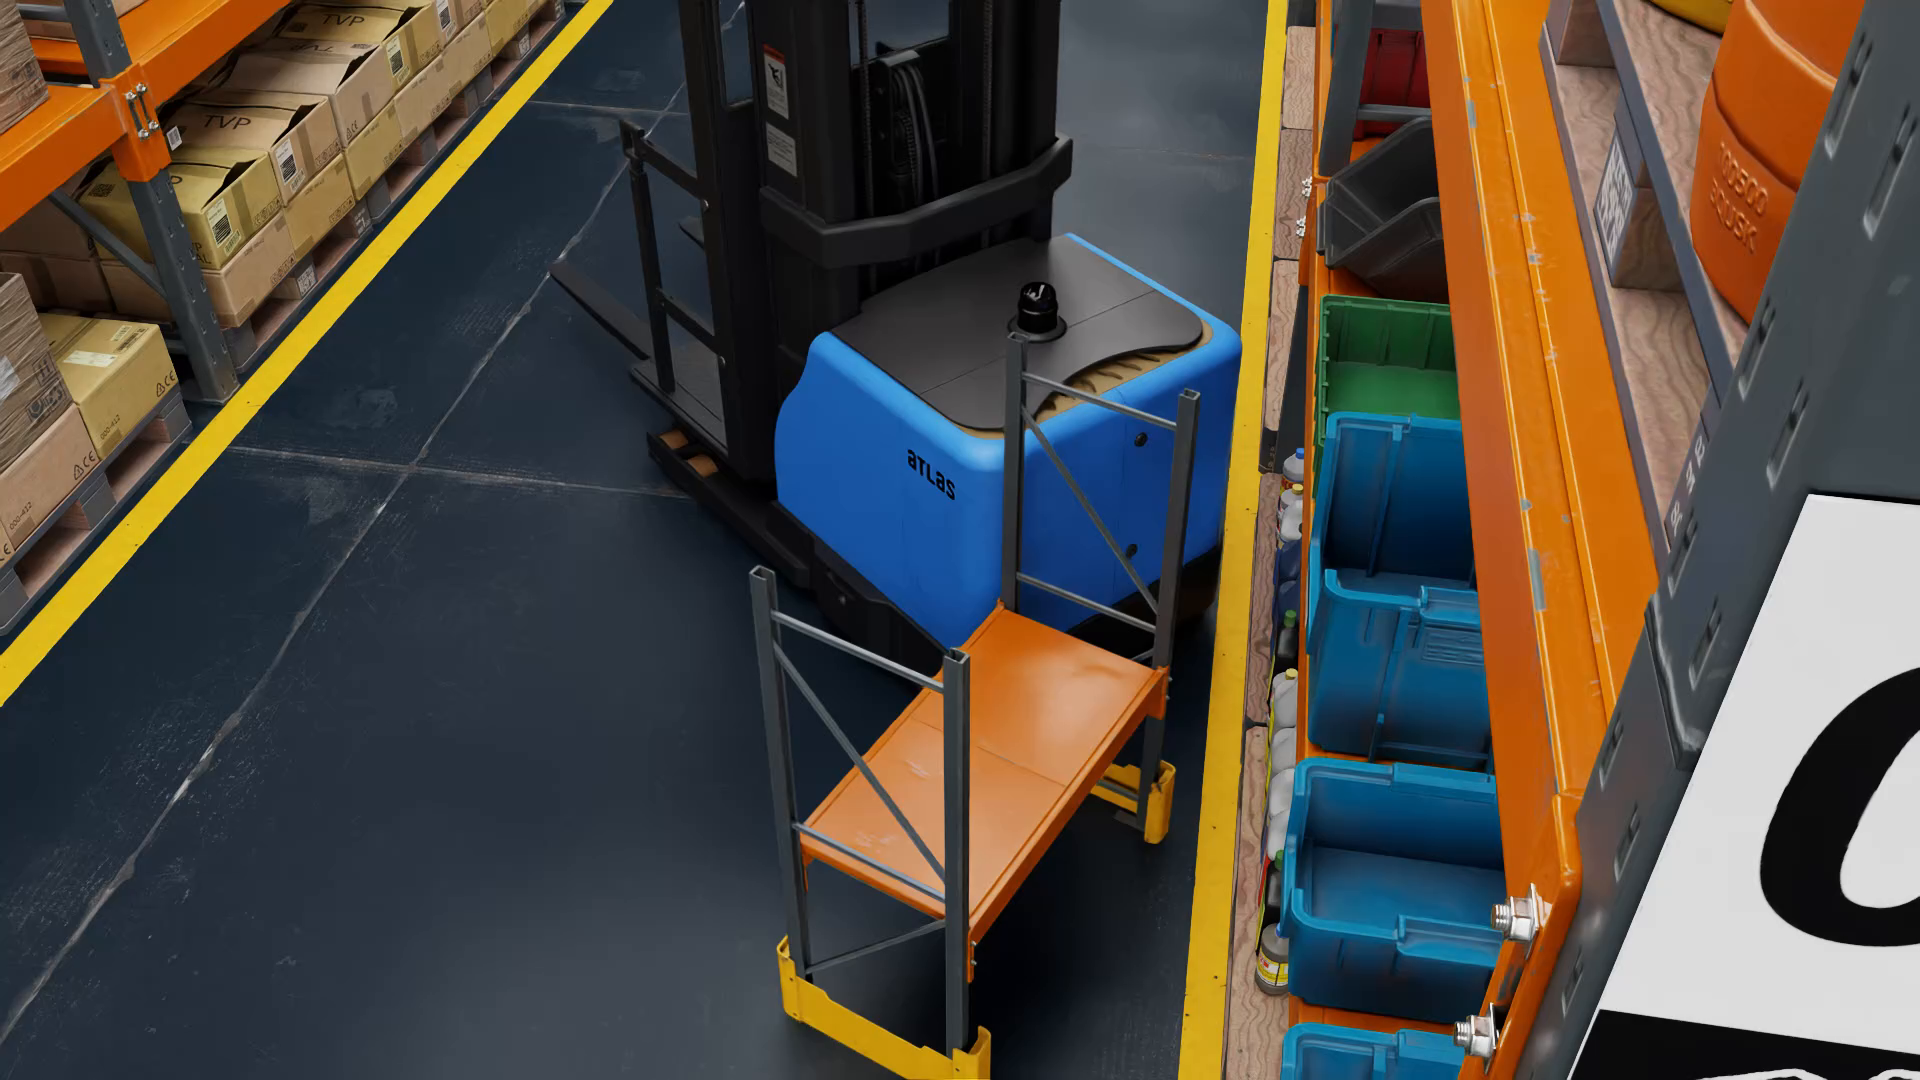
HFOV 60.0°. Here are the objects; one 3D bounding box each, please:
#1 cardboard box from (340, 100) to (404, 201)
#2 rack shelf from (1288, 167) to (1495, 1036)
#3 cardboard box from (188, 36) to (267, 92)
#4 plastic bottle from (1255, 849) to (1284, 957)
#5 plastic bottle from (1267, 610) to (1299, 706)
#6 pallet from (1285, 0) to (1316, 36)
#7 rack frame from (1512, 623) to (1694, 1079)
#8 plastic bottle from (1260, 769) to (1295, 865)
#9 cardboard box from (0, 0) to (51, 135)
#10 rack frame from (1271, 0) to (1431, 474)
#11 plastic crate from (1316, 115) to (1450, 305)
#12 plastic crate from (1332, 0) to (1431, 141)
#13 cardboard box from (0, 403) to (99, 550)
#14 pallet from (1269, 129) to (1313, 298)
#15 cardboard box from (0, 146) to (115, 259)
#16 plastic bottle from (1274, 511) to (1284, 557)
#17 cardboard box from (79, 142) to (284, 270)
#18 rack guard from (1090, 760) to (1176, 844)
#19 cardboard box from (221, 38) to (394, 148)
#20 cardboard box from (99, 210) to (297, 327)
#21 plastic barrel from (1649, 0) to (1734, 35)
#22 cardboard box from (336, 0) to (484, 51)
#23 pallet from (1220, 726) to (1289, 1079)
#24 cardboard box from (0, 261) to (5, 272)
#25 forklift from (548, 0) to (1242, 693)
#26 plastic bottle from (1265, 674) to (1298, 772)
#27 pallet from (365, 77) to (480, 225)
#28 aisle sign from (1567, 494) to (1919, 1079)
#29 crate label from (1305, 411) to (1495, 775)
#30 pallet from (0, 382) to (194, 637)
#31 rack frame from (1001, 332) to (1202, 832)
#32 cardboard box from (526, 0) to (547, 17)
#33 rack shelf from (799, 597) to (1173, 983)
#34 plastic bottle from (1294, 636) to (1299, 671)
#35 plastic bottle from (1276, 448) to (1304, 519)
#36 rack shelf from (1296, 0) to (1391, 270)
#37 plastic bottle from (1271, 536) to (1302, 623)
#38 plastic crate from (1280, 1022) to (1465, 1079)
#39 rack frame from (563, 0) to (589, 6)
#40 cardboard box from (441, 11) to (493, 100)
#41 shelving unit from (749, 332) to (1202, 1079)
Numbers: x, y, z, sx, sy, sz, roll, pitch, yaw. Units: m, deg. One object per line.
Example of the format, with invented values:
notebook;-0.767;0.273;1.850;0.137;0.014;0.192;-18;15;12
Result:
cardboard box;-2.807;-1.738;7.326;0.500;0.250;0.500;5;40;6
rack shelf;1.234;0.317;3.577;1.077;0.370;4.000;6;40;8
cardboard box;-3.337;-2.008;7.213;0.500;0.311;0.500;6;40;8
plastic bottle;0.776;0.896;4.099;0.061;0.283;0.133;7;40;9
plastic bottle;0.930;0.340;4.771;0.061;0.283;0.133;8;40;10
pallet;2.368;-3.150;9.395;1.003;0.211;1.213;6;40;8
rack frame;0.888;1.295;1.830;1.000;3.000;0.127;6;40;8
plastic bottle;0.869;0.732;4.303;0.152;0.276;0.135;5;40;6
cardboard box;-3.368;-1.523;5.160;0.700;0.500;0.500;5;40;7
rack frame;1.580;-1.215;4.866;1.000;3.000;0.127;6;40;8
plastic crate;1.364;-0.877;4.505;0.767;0.338;0.504;6;40;8
plastic crate;1.363;-1.578;5.254;0.402;0.464;0.583;6;40;8
cardboard box;-3.259;-0.238;5.512;0.500;0.250;0.500;6;40;8
pallet;1.887;-1.406;7.285;1.003;0.211;1.213;6;40;8
cardboard box;-3.510;-1.368;6.439;0.500;0.311;0.500;6;40;8
plastic bottle;1.058;-0.027;5.280;0.097;0.201;0.097;0;40;0
cardboard box;-2.981;-1.314;6.374;0.500;0.311;0.500;7;40;8
rack guard;0.331;0.650;4.768;0.587;0.250;0.087;21;44;24
cardboard box;-2.801;-1.953;7.146;0.500;0.311;0.500;5;40;6
cardboard box;-2.984;-1.092;6.545;0.500;0.250;0.500;5;40;7
plastic barrel;0.960;-0.825;1.562;0.600;0.588;0.600;0;40;0
cardboard box;-2.627;-2.593;7.921;0.500;0.311;0.500;6;40;7
pallet;1.214;1.044;4.322;1.003;0.211;1.213;6;40;8
cardboard box;-3.686;-0.899;5.723;0.500;0.500;0.500;6;40;8
forklift;-0.472;-1.443;5.196;1.130;2.935;3.031;-27;46;-29
plastic bottle;0.926;0.482;4.547;0.144;0.351;0.185;6;40;7
pallet;-3.000;-1.924;7.911;1.003;0.211;1.213;6;40;8
aisle sign;0.583;0.305;0.986;0.394;0.787;0.004;6;40;8
crate label;0.940;0.096;3.252;0.502;0.435;0.616;6;40;8
pallet;-3.477;-0.195;5.820;1.003;0.211;1.213;6;40;8
rack frame;0.332;0.167;4.370;0.500;1.500;0.032;21;44;24
cardboard box;-2.456;-3.019;8.876;0.500;0.250;0.500;7;40;9
rack shelf;0.066;0.582;4.151;0.538;0.185;1.000;21;44;24
plastic bottle;1.011;0.342;4.778;0.097;0.271;0.097;0;40;0
plastic bottle;1.093;-0.182;5.412;0.097;0.271;0.097;0;40;0
rack shelf;1.926;-2.193;6.613;1.077;0.370;4.000;6;40;8
plastic bottle;1.032;0.097;5.013;0.144;0.351;0.185;7;40;9
plastic crate;0.680;1.005;2.297;0.499;0.251;0.616;6;40;8
rack frame;-2.606;-4.274;8.566;1.000;3.000;0.127;6;40;8
cardboard box;-2.632;-2.380;8.103;0.500;0.250;0.500;7;40;9
shelving unit;0.070;0.438;4.043;0.587;1.500;1.083;21;44;24
